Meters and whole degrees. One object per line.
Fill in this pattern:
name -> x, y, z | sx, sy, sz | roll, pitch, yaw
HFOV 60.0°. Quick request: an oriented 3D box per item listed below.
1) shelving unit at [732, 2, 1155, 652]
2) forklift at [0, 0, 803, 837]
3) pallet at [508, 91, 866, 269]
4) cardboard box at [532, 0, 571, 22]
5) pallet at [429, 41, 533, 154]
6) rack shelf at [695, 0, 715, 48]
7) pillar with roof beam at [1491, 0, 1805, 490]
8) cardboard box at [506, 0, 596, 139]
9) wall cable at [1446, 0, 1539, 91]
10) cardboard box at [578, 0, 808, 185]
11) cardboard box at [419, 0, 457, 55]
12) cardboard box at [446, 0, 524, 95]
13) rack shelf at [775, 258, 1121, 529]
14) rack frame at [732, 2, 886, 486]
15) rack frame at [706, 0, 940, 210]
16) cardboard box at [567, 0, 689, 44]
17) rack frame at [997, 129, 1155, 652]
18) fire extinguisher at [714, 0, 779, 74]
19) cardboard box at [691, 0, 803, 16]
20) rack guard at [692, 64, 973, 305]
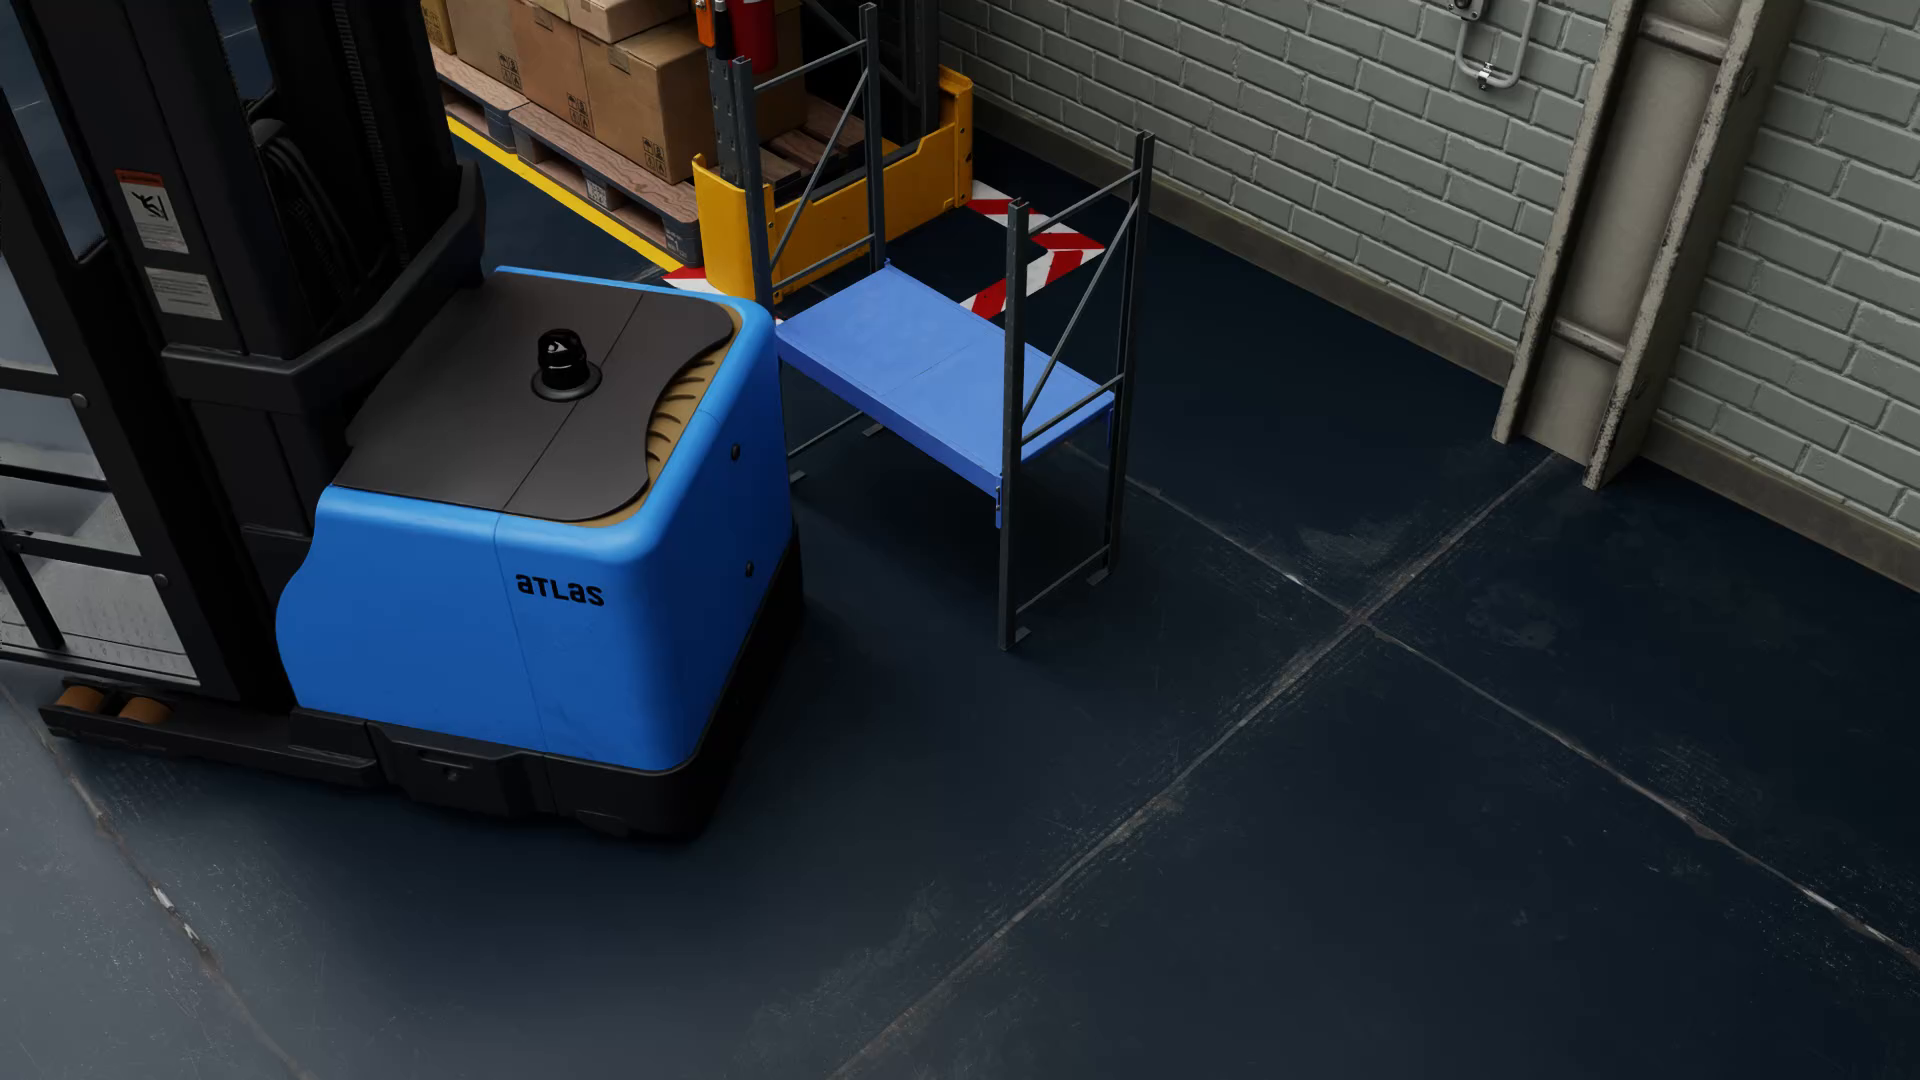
shelving unit -> -0.060, -0.592, 4.785 | 0.538, 1.500, 1.048 | -34, 53, -31
forklift -> -2.044, -0.821, 3.979 | 3.031, 2.935, 1.130 | 9, 43, 9
pallet -> -1.095, -1.634, 6.863 | 1.003, 0.211, 1.213 | -34, 53, -31
cardboard box -> -1.441, -2.171, 6.444 | 0.380, 0.149, 0.250 | -33, 52, -30
pallet -> -1.953, -2.220, 7.497 | 1.003, 0.211, 1.213 | -34, 53, -31
rack shelf -> -1.888, -3.008, 6.825 | 1.077, 0.370, 4.000 | -34, 53, -31
pillar with roof beam -> -1.004, -1.569, 0.317 | 9.100, 9.000, 0.400 | -34, 53, -31
cardboard box -> -1.394, -2.077, 6.819 | 0.500, 0.500, 0.700 | 34, 53, 31
wall cable -> 1.099, -2.523, 5.021 | 0.084, 1.984, 1.851 | -34, 53, -31
cardboard box -> -1.040, -1.836, 6.559 | 0.700, 0.500, 0.500 | -34, 53, -31
cardboard box -> -2.131, -2.571, 7.354 | 0.700, 0.500, 0.500 | -33, 52, -30
cardboard box -> -1.749, -2.318, 7.081 | 0.500, 0.500, 0.700 | 32, 52, 30
rack shelf -> -0.060, -0.460, 4.907 | 0.538, 0.185, 1.000 | -34, 53, -31
rack frame -> -0.419, -0.836, 5.050 | 0.500, 1.500, 0.032 | -34, 53, -31
rack frame -> -0.475, -2.312, 5.541 | 1.000, 3.000, 0.127 | -34, 53, -31
cardboard box -> -1.260, -2.049, 6.311 | 0.250, 0.149, 0.380 | 34, 52, 31
rack frame -> 0.299, -0.348, 4.521 | 0.500, 1.500, 0.032 | -34, 53, -31
fire extinguisher -> -0.695, -1.853, 5.376 | 0.296, 0.674, 0.183 | -34, 53, -31
cardboard box -> -0.810, -2.110, 6.378 | 0.380, 0.149, 0.250 | -34, 52, -31
rack guard -> -0.458, -1.382, 6.377 | 1.175, 0.500, 0.348 | -34, 53, -31
